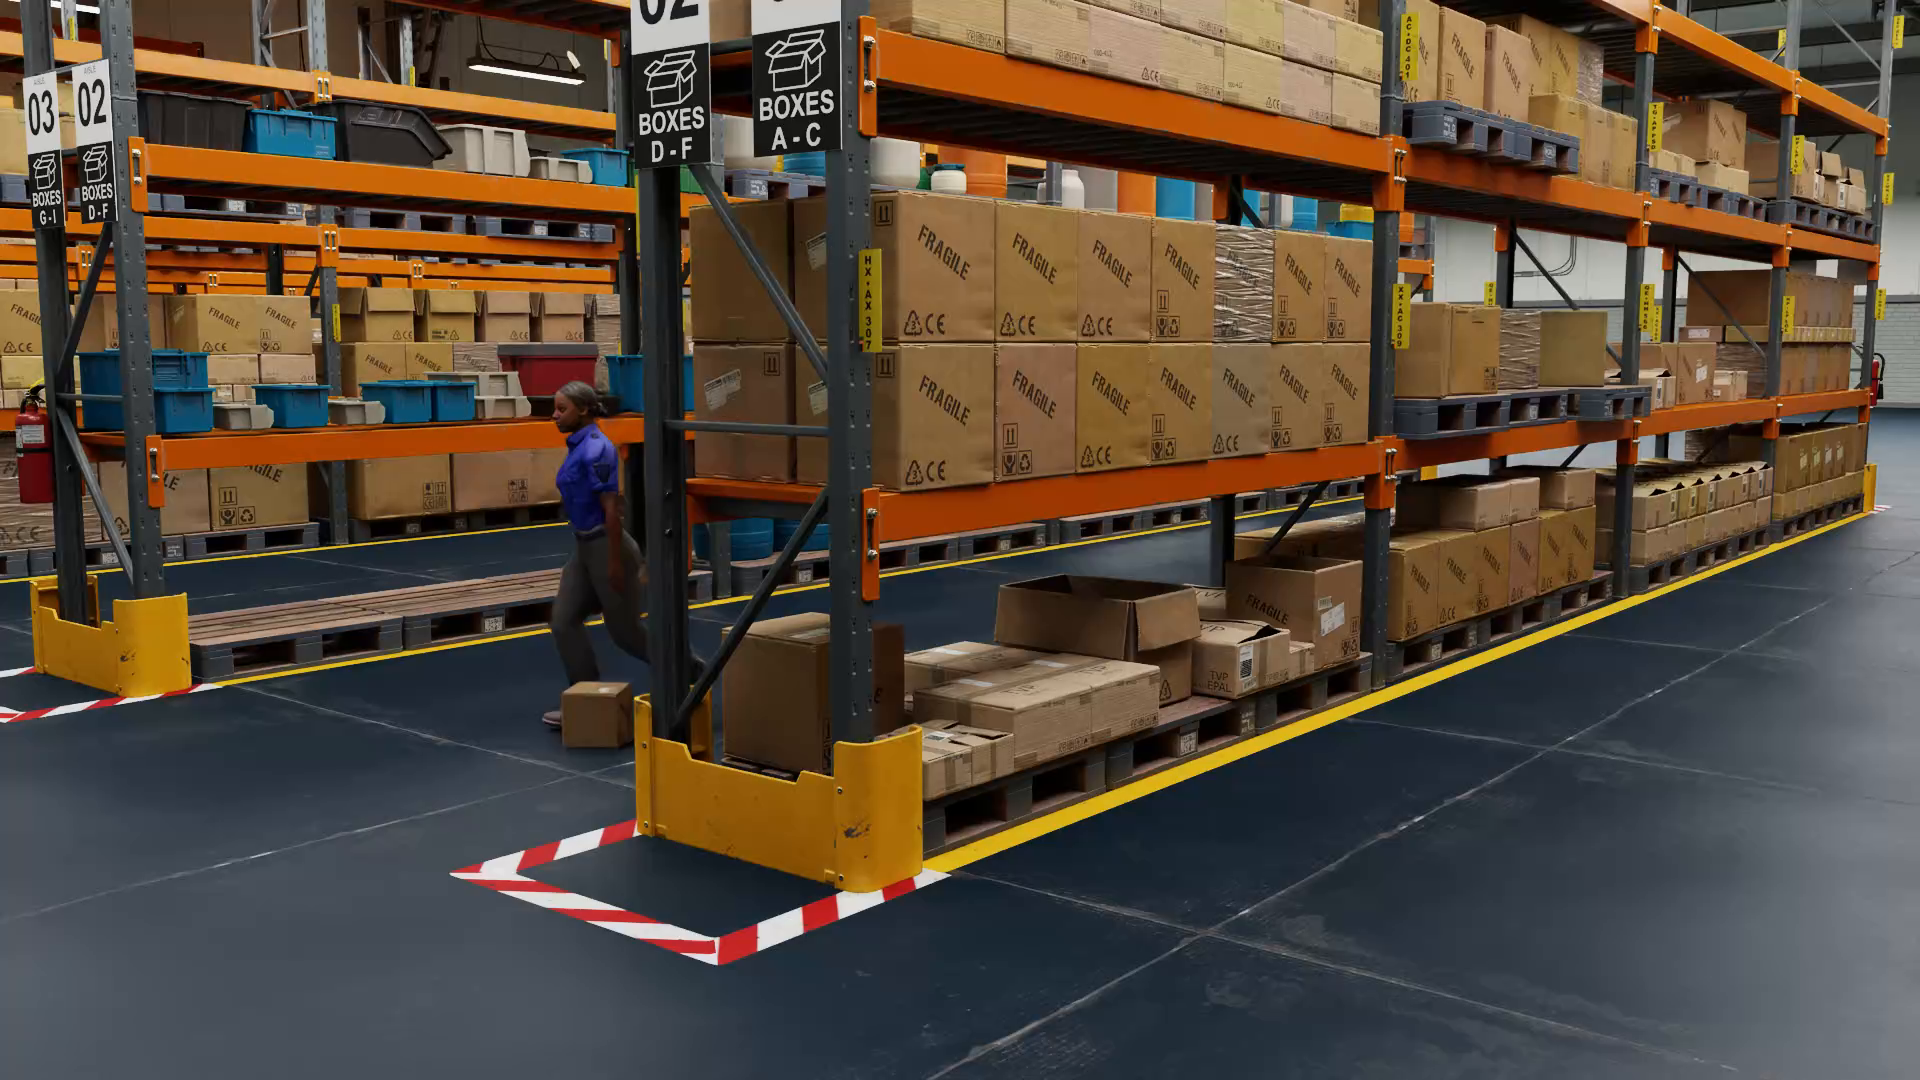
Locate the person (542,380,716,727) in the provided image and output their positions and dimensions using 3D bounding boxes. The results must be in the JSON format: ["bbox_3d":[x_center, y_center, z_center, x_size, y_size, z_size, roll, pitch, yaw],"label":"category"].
[{"bbox_3d":[-1.546,0.063,7.737,0.786,1.611,0.506,-3,8,-27],"label":"person"}]
